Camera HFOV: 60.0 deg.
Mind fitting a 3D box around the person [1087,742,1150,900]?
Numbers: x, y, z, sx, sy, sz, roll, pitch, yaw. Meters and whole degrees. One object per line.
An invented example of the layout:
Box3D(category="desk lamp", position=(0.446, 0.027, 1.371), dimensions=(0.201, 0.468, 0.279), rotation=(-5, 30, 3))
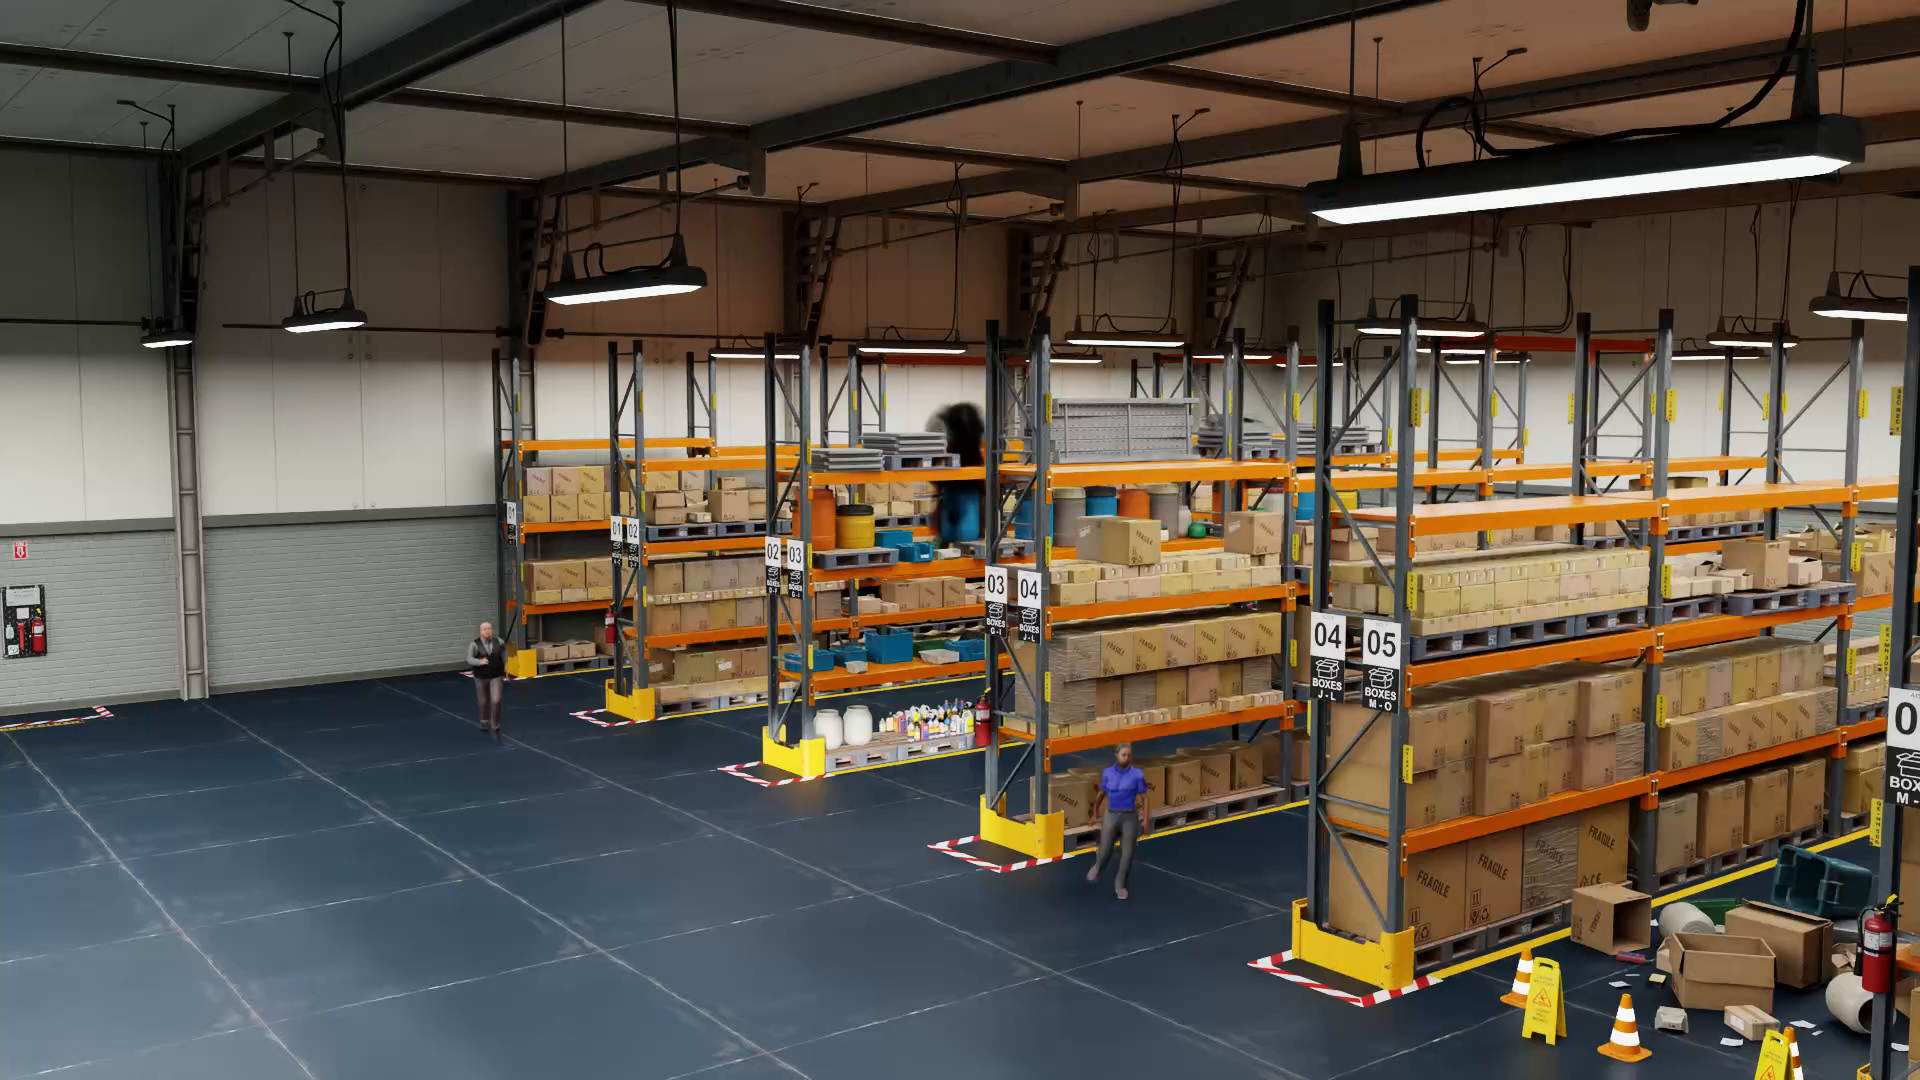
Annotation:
Box3D(category="person", position=(1.625, 2.862, 17.062), dimensions=(0.625, 1.626, 0.671), rotation=(0, 5, 3))

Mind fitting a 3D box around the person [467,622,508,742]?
Box3D(category="person", position=(-7.088, 2.114, 24.978), dimensions=(0.603, 1.782, 0.851), rotation=(-1, 5, -15))
